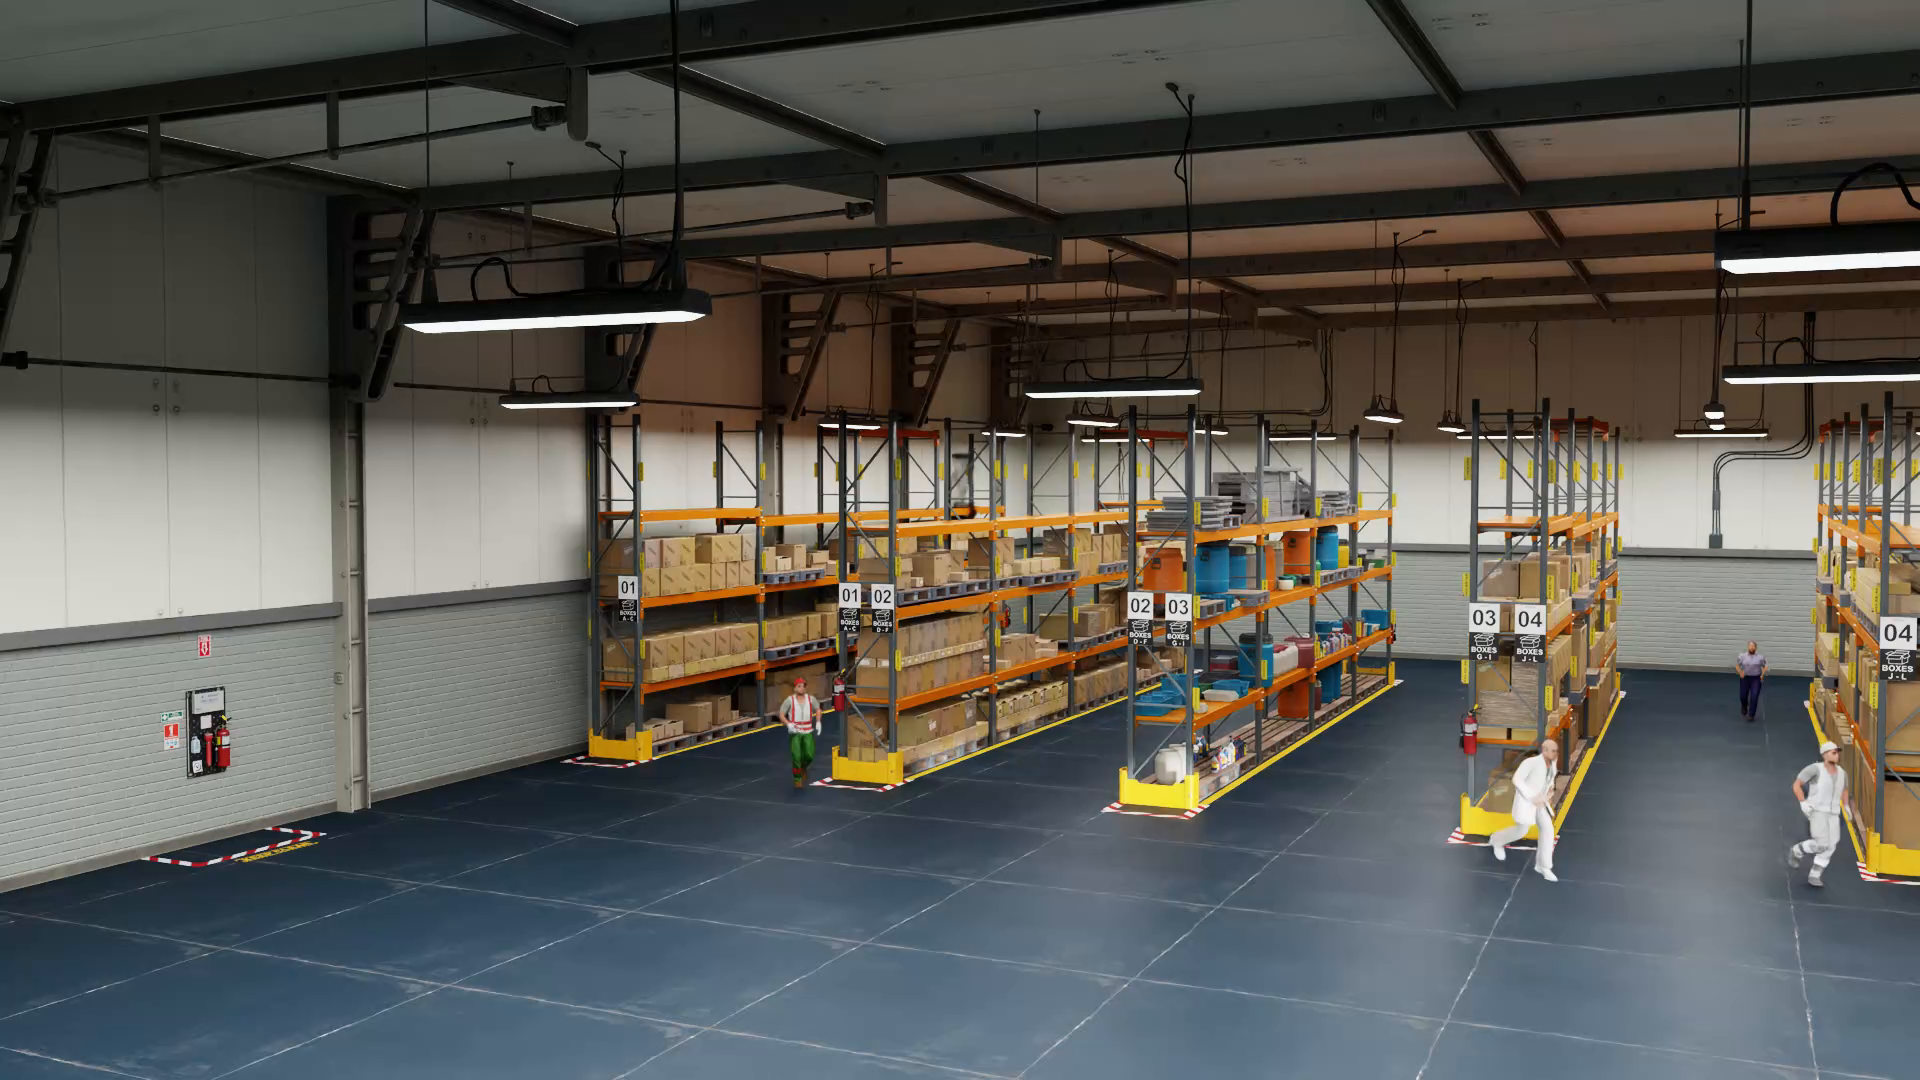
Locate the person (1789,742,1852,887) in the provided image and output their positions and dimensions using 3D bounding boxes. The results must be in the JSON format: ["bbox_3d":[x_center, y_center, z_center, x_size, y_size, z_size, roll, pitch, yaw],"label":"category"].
[{"bbox_3d":[10.523,3.311,20.223,0.697,1.711,0.605,0,2,-9],"label":"person"}]

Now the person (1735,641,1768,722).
[{"bbox_3d":[15.904,2.828,33.420,0.595,1.601,0.560,1,3,25],"label":"person"}]

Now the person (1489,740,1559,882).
[{"bbox_3d":[7.069,3.310,20.782,0.741,1.738,1.086,-2,3,-34],"label":"person"}]

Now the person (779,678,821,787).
[{"bbox_3d":[-2.516,3.043,26.301,0.689,1.738,0.619,-1,2,-19],"label":"person"}]
